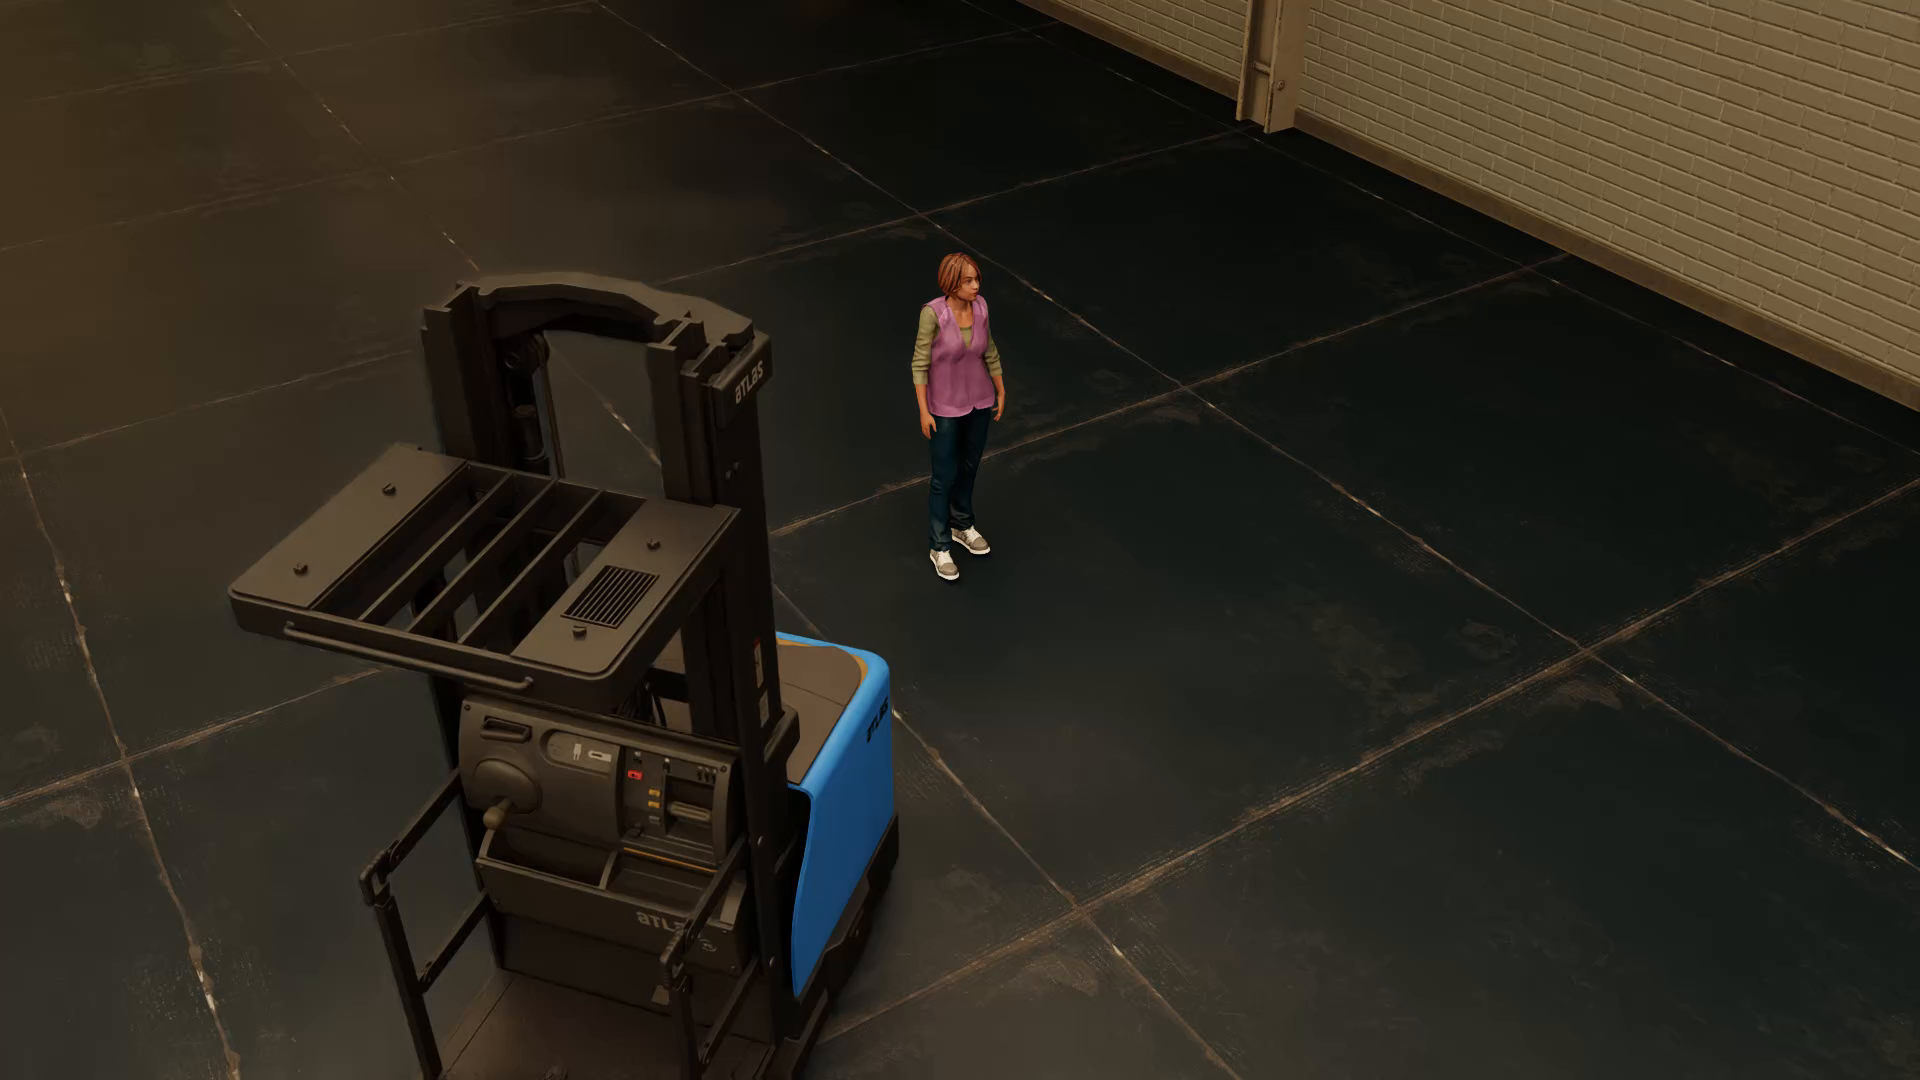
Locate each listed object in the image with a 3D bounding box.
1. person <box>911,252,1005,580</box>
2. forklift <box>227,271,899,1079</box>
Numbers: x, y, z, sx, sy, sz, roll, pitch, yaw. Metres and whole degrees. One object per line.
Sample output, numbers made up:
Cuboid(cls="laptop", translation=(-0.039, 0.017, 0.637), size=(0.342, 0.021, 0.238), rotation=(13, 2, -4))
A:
Cuboid(cls="person", translation=(0.029, -0.619, 8.177), size=(0.521, 1.599, 0.473), rotation=(-21, 40, -27))
Cuboid(cls="forklift", translation=(-1.200, 0.822, 4.978), size=(1.130, 2.935, 3.031), rotation=(11, 37, 15))
